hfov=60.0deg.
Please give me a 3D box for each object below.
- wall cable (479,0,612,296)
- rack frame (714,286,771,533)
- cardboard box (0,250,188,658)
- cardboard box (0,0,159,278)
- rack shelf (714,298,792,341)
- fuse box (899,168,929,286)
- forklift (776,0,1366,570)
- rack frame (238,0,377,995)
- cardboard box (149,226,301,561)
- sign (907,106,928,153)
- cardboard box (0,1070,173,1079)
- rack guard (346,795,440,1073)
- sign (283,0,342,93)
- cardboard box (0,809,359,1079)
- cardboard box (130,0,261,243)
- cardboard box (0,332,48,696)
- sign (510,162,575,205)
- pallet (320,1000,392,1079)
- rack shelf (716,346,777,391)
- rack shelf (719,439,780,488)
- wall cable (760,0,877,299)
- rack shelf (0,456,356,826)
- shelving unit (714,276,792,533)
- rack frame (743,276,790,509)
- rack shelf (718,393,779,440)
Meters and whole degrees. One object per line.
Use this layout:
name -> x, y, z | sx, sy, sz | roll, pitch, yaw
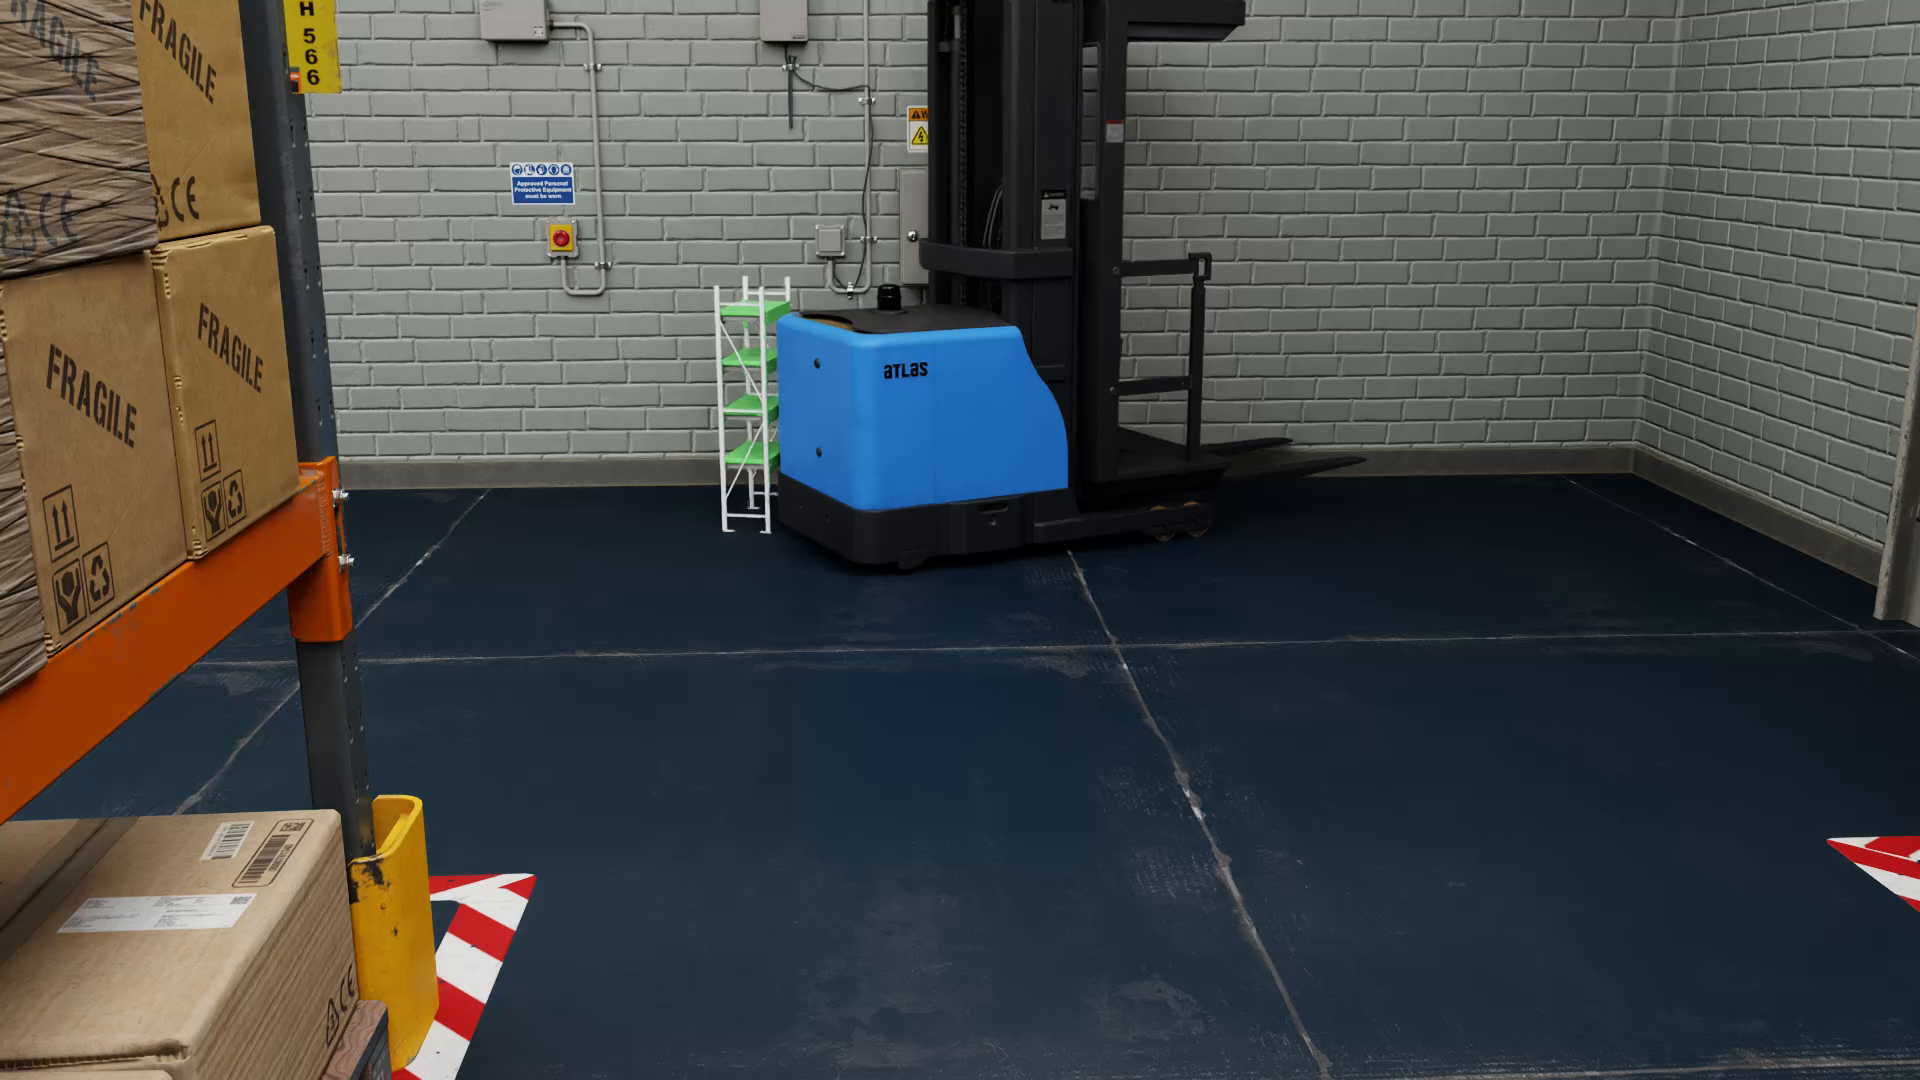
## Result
wall cable -> -2.151, -2.242, 8.620 | 0.585, 1.953, 0.123 | -1, 14, -3
rack frame -> -1.048, -0.620, 8.026 | 0.240, 1.200, 0.015 | 2, 15, 8
cardboard box -> -1.468, -0.141, 2.353 | 0.500, 0.500, 0.500 | -1, 14, -5
cardboard box -> -1.449, -0.620, 2.210 | 0.500, 0.500, 0.500 | -1, 14, -3
rack shelf -> -1.009, -1.083, 8.154 | 0.258, 0.148, 0.480 | 2, 15, 8
fuse box -> -0.045, -1.107, 8.896 | 0.539, 1.711, 0.414 | -1, 14, -3
forklift -> 0.659, -1.525, 8.072 | 3.031, 2.935, 1.130 | -8, 16, -27
rack frame -> -1.778, -0.333, 3.302 | 1.000, 3.000, 0.127 | -1, 14, -3
cardboard box -> -1.484, -0.266, 2.839 | 0.500, 0.500, 0.500 | -1, 14, -3
sign -> -0.113, -2.182, 8.830 | 0.339, 0.242, 0.001 | -1, 14, -3
cardboard box -> -1.573, 1.094, 2.053 | 0.875, 0.438, 0.875 | 0, 14, -2
rack guard -> -1.780, 0.871, 3.637 | 1.175, 0.500, 0.348 | -1, 14, -3
sign -> -1.236, -1.014, 3.147 | 0.100, 0.325, 0.005 | -1, 14, -3
cardboard box -> -1.638, 0.867, 2.937 | 0.875, 0.438, 0.875 | -1, 14, -5
cardboard box -> -1.511, -0.750, 2.713 | 0.500, 0.500, 0.500 | 0, 14, -2
cardboard box -> -1.427, -0.013, 1.856 | 0.500, 0.500, 0.500 | 0, 14, -2
sign -> -2.203, -1.881, 8.773 | 0.327, 0.218, 0.001 | -1, 14, -3
pallet -> -1.651, 1.215, 2.881 | 1.003, 0.211, 1.213 | -1, 14, -3
rack shelf -> -1.010, -0.851, 8.215 | 0.258, 0.148, 0.480 | 2, 15, 8
rack shelf -> -1.011, -0.386, 8.336 | 0.258, 0.148, 0.480 | 2, 15, 8
wall cable -> -0.736, -2.252, 8.721 | 0.588, 1.984, 0.122 | -1, 14, -3
rack shelf -> -1.654, 0.513, 1.458 | 1.077, 0.370, 4.000 | -1, 14, -3
shelving unit -> -1.010, -0.680, 8.259 | 0.258, 1.200, 0.503 | 2, 15, 8
rack frame -> -0.973, -0.741, 8.493 | 0.240, 1.200, 0.015 | 2, 15, 8
rack shelf -> -1.010, -0.619, 8.275 | 0.258, 0.148, 0.480 | 2, 15, 8
